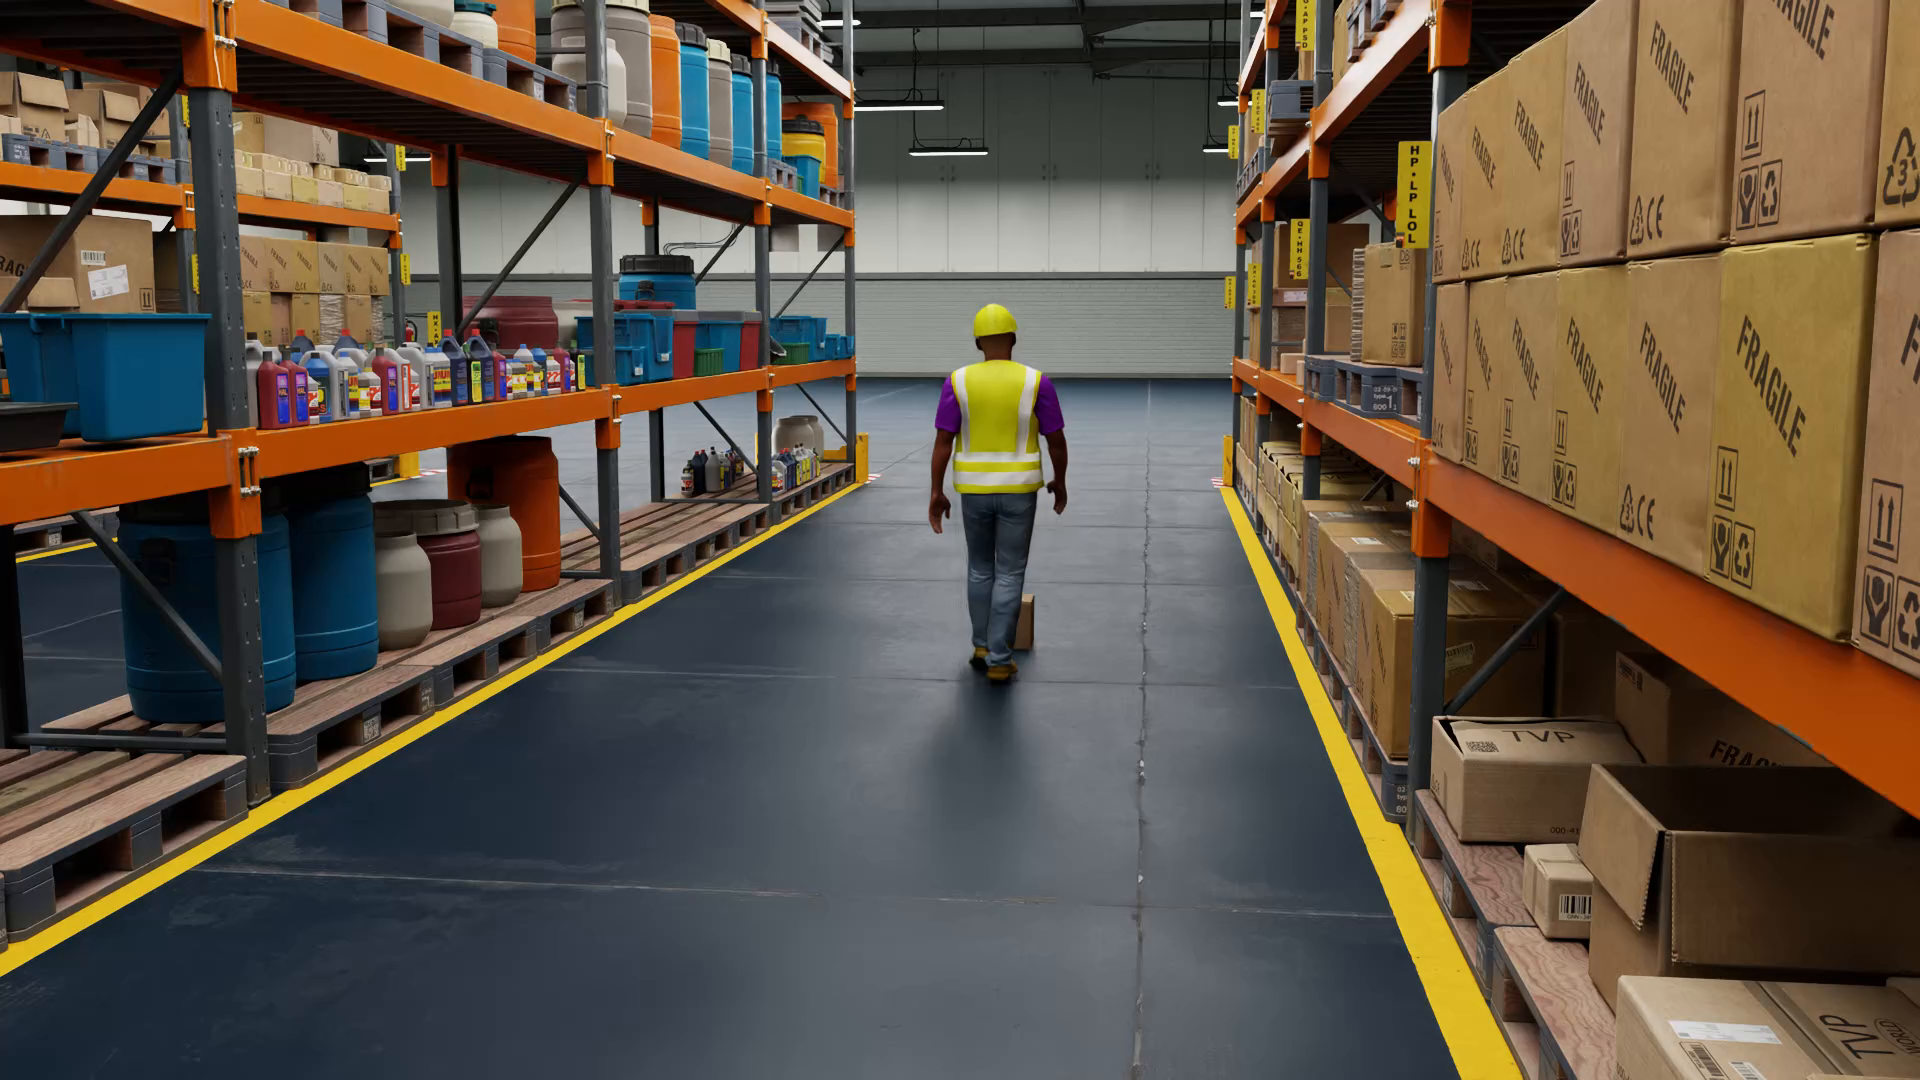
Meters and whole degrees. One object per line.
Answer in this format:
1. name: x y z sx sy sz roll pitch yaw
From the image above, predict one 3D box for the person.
1. person: 0.219 -0.220 7.967 0.623 1.730 0.695 2 8 14
